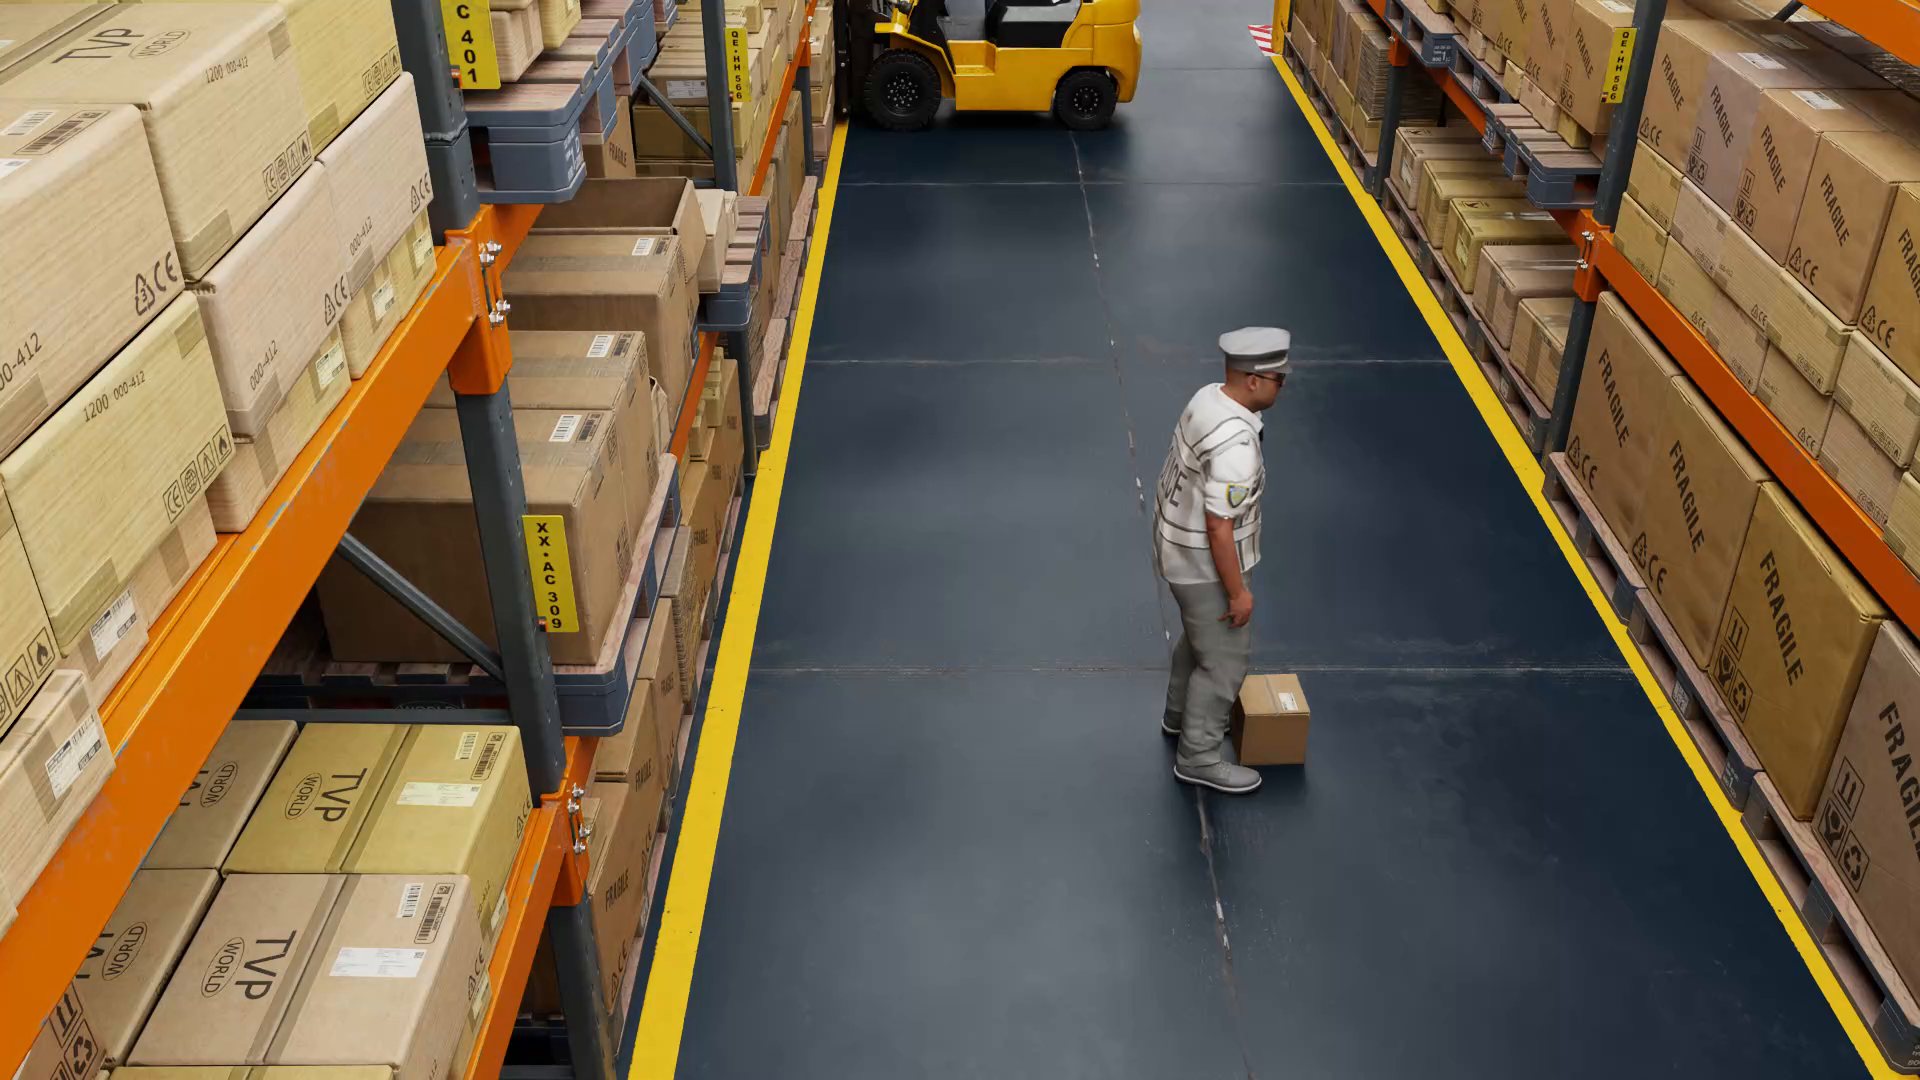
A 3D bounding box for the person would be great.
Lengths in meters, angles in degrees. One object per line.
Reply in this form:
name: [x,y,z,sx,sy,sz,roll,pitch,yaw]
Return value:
person: [0.919,0.062,6.024,0.435,1.749,0.585,0,31,0]
